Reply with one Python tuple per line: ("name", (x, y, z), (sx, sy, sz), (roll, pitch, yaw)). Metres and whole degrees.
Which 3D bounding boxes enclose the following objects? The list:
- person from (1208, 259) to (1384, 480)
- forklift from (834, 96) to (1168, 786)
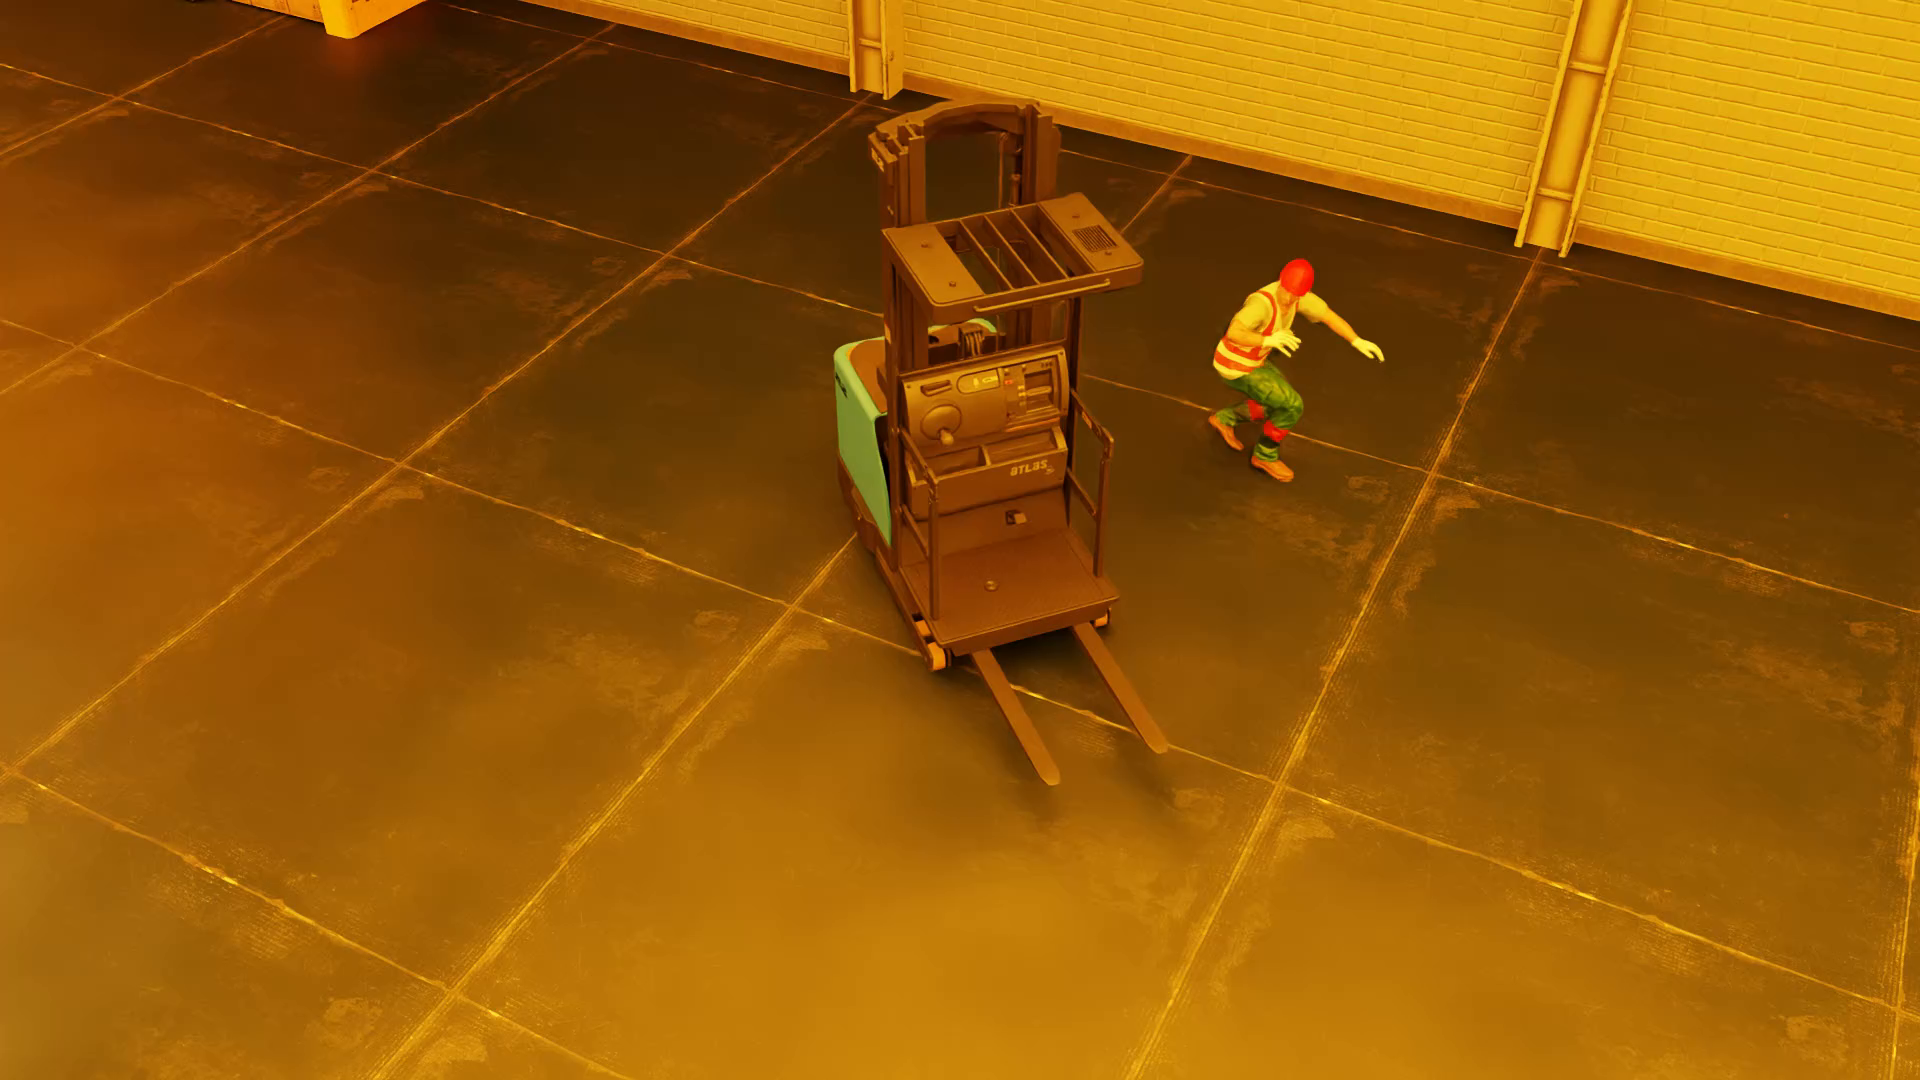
("person", (2.071, -1.042, 10.349), (1.021, 1.483, 0.788), (15, 42, 17))
("forklift", (0.226, -0.690, 8.806), (1.130, 2.935, 3.031), (-14, 42, -16))
